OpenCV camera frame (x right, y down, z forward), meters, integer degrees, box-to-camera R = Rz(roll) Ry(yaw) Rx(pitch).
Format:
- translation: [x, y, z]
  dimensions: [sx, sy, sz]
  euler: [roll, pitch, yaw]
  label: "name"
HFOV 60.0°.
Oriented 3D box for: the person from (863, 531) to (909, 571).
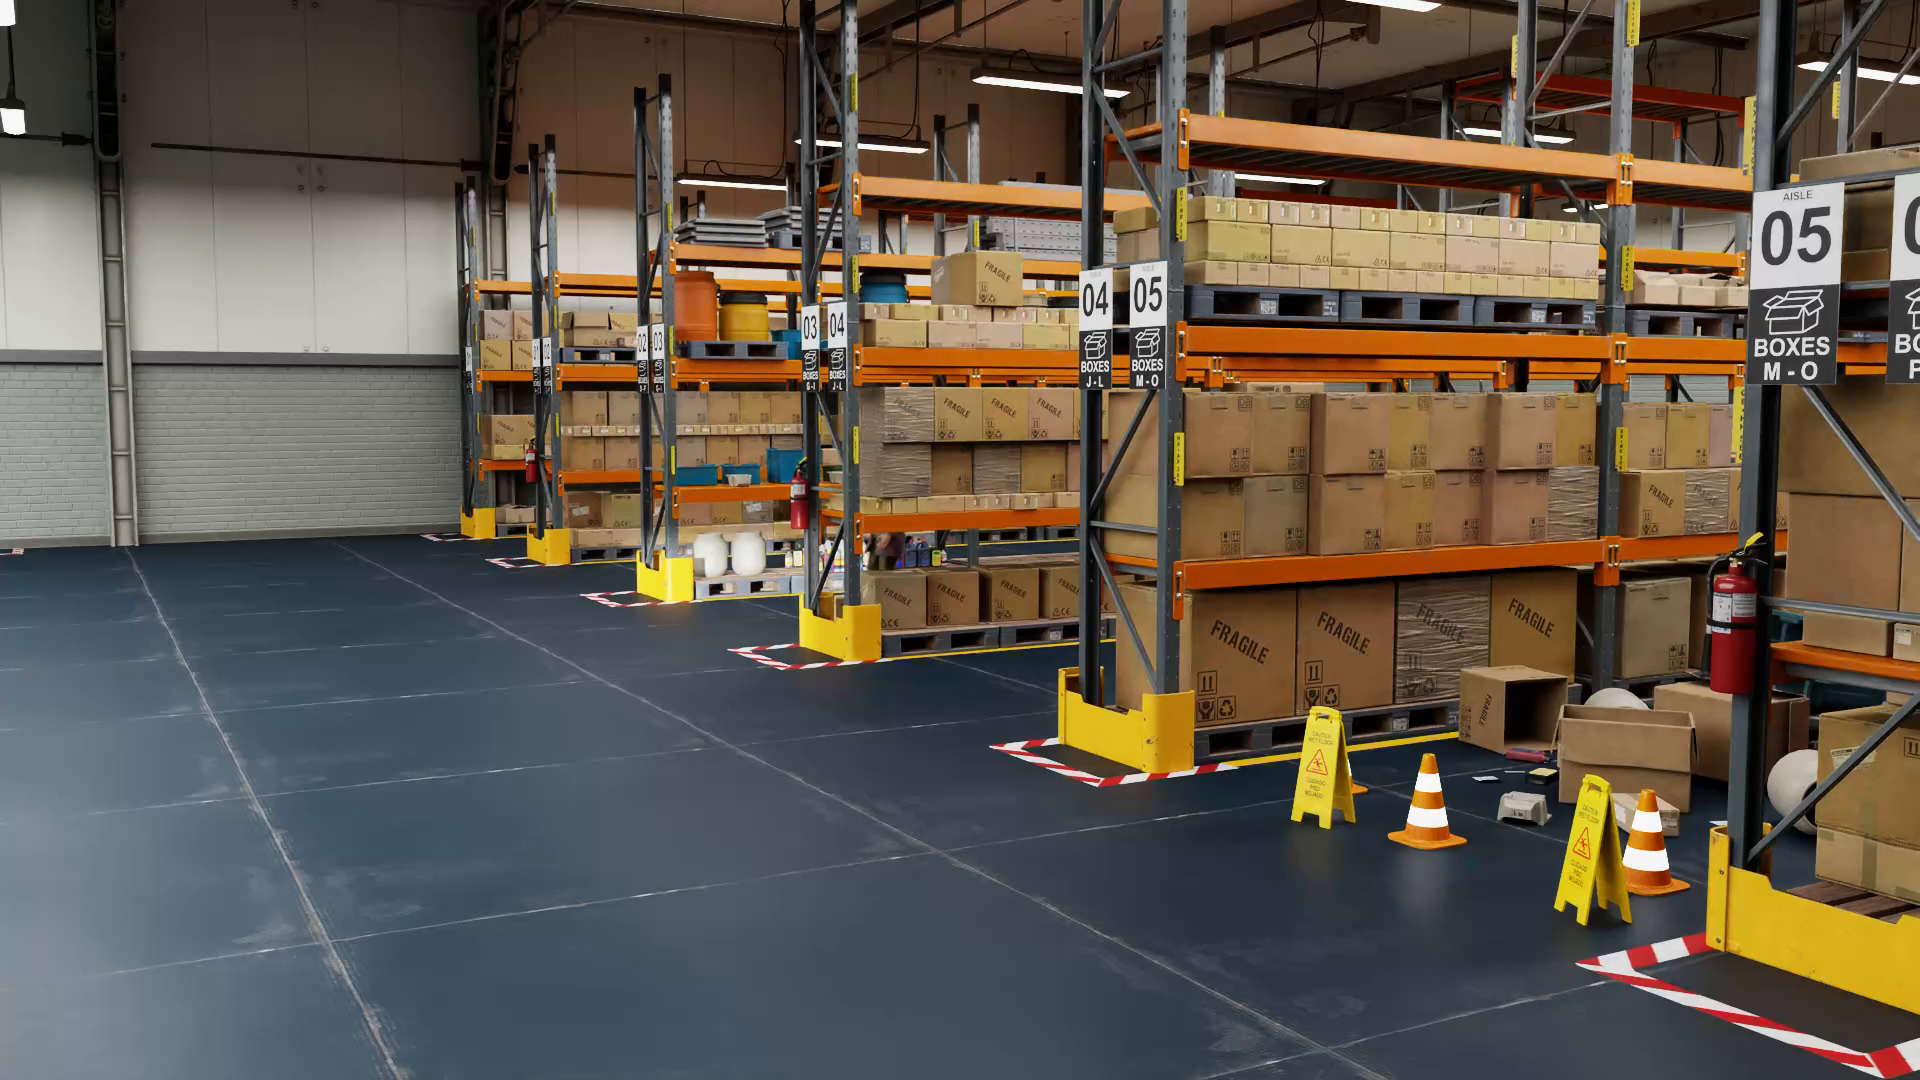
- translation: [-0.798, 0.015, 17.832]
  dimensions: [0.522, 1.647, 0.611]
  euler: [-3, 6, -28]
  label: "person"
